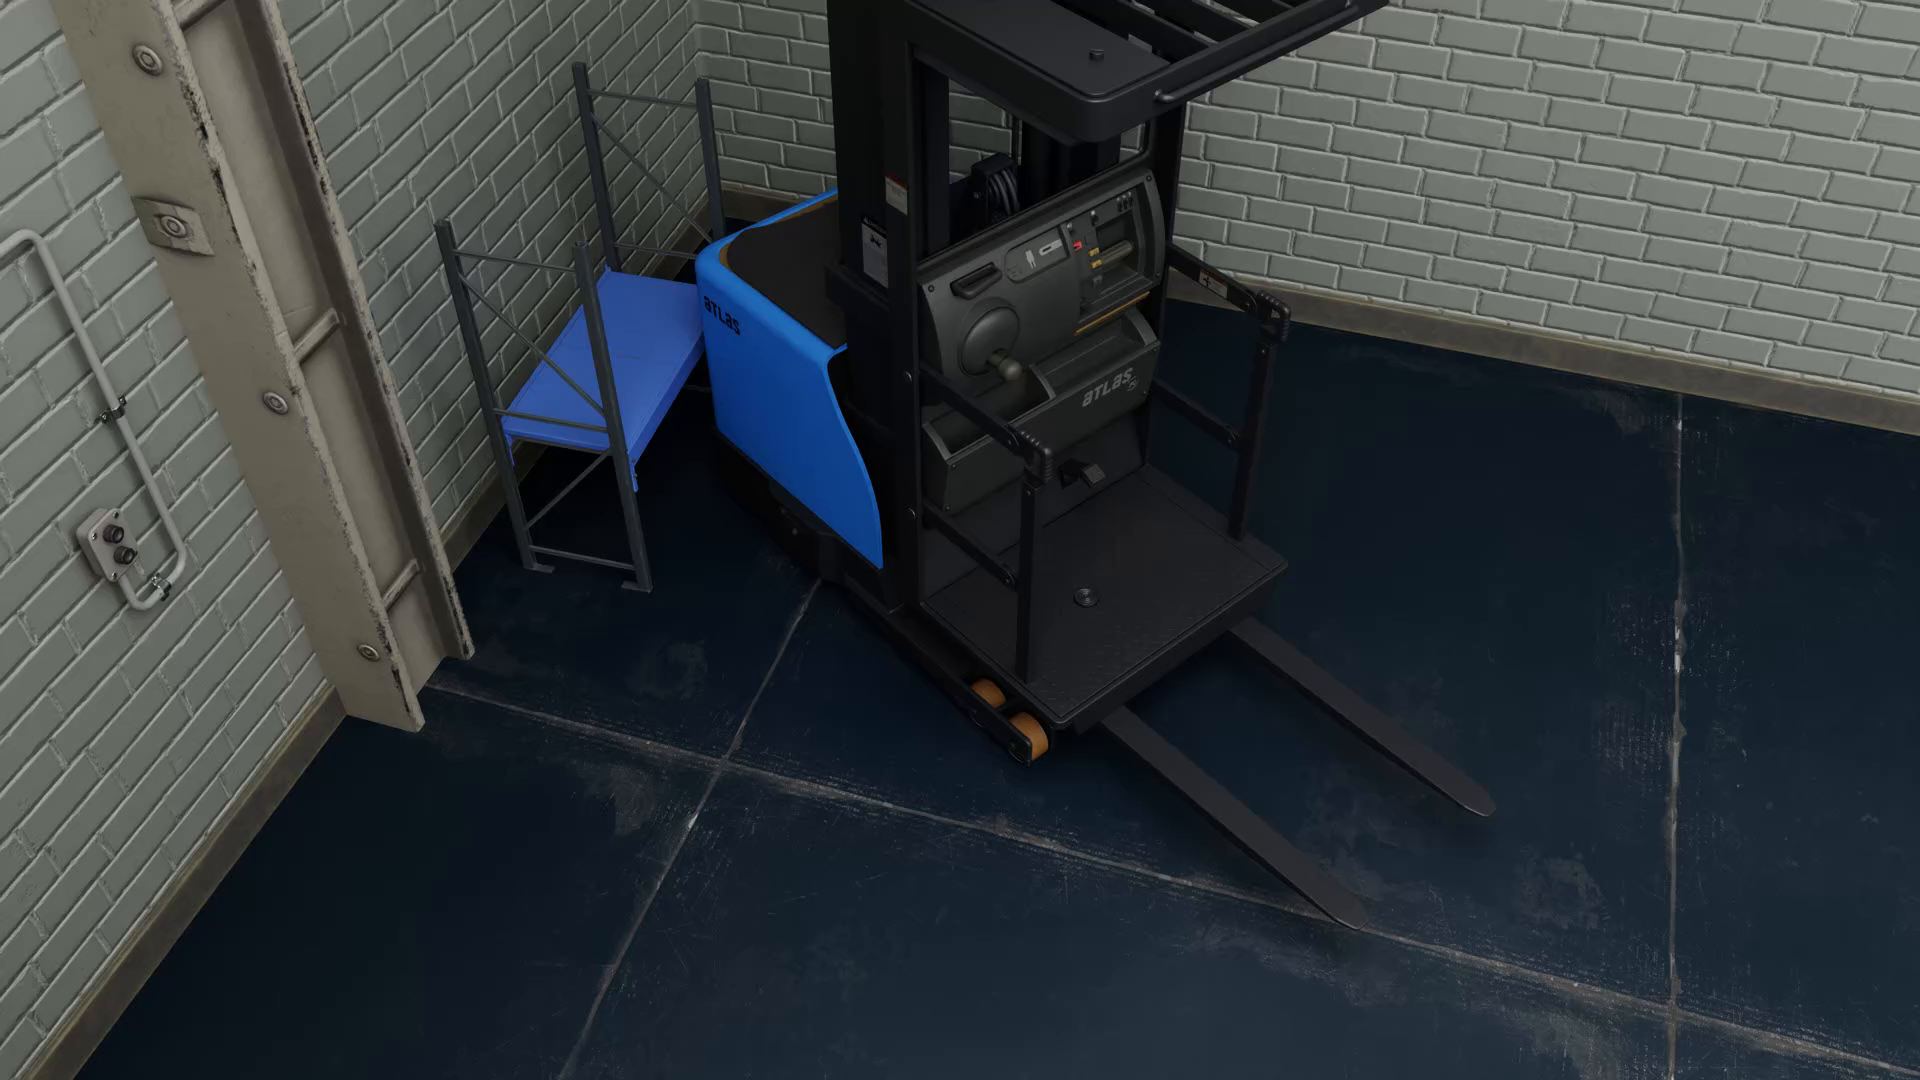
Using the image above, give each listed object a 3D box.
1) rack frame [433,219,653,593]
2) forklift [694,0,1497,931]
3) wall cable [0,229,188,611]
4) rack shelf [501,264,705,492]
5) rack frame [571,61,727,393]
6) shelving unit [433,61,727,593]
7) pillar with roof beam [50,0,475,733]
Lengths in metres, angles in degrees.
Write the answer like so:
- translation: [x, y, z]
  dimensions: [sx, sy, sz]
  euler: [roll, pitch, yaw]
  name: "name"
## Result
- translation: [-1.367, -0.396, 5.582]
  dimensions: [0.500, 1.500, 0.032]
  euler: [10, 45, 10]
  name: "rack frame"
- translation: [0.407, -0.718, 4.888]
  dimensions: [1.130, 2.935, 3.031]
  euler: [-31, 52, -28]
  name: "forklift"
- translation: [-2.417, -0.022, 3.402]
  dimensions: [0.084, 1.984, 1.851]
  euler: [13, 46, 13]
  name: "wall cable"
- translation: [-1.238, -0.612, 6.059]
  dimensions: [0.538, 0.185, 1.000]
  euler: [10, 45, 10]
  name: "rack shelf"
- translation: [-1.109, -1.084, 6.285]
  dimensions: [0.500, 1.500, 0.032]
  euler: [10, 45, 10]
  name: "rack frame"
- translation: [-1.238, -0.740, 5.934]
  dimensions: [0.538, 1.500, 1.048]
  euler: [10, 45, 10]
  name: "shelving unit"
- translation: [2.193, -1.821, 1.677]
  dimensions: [9.100, 9.000, 0.400]
  euler: [13, 46, 13]
  name: "pillar with roof beam"
